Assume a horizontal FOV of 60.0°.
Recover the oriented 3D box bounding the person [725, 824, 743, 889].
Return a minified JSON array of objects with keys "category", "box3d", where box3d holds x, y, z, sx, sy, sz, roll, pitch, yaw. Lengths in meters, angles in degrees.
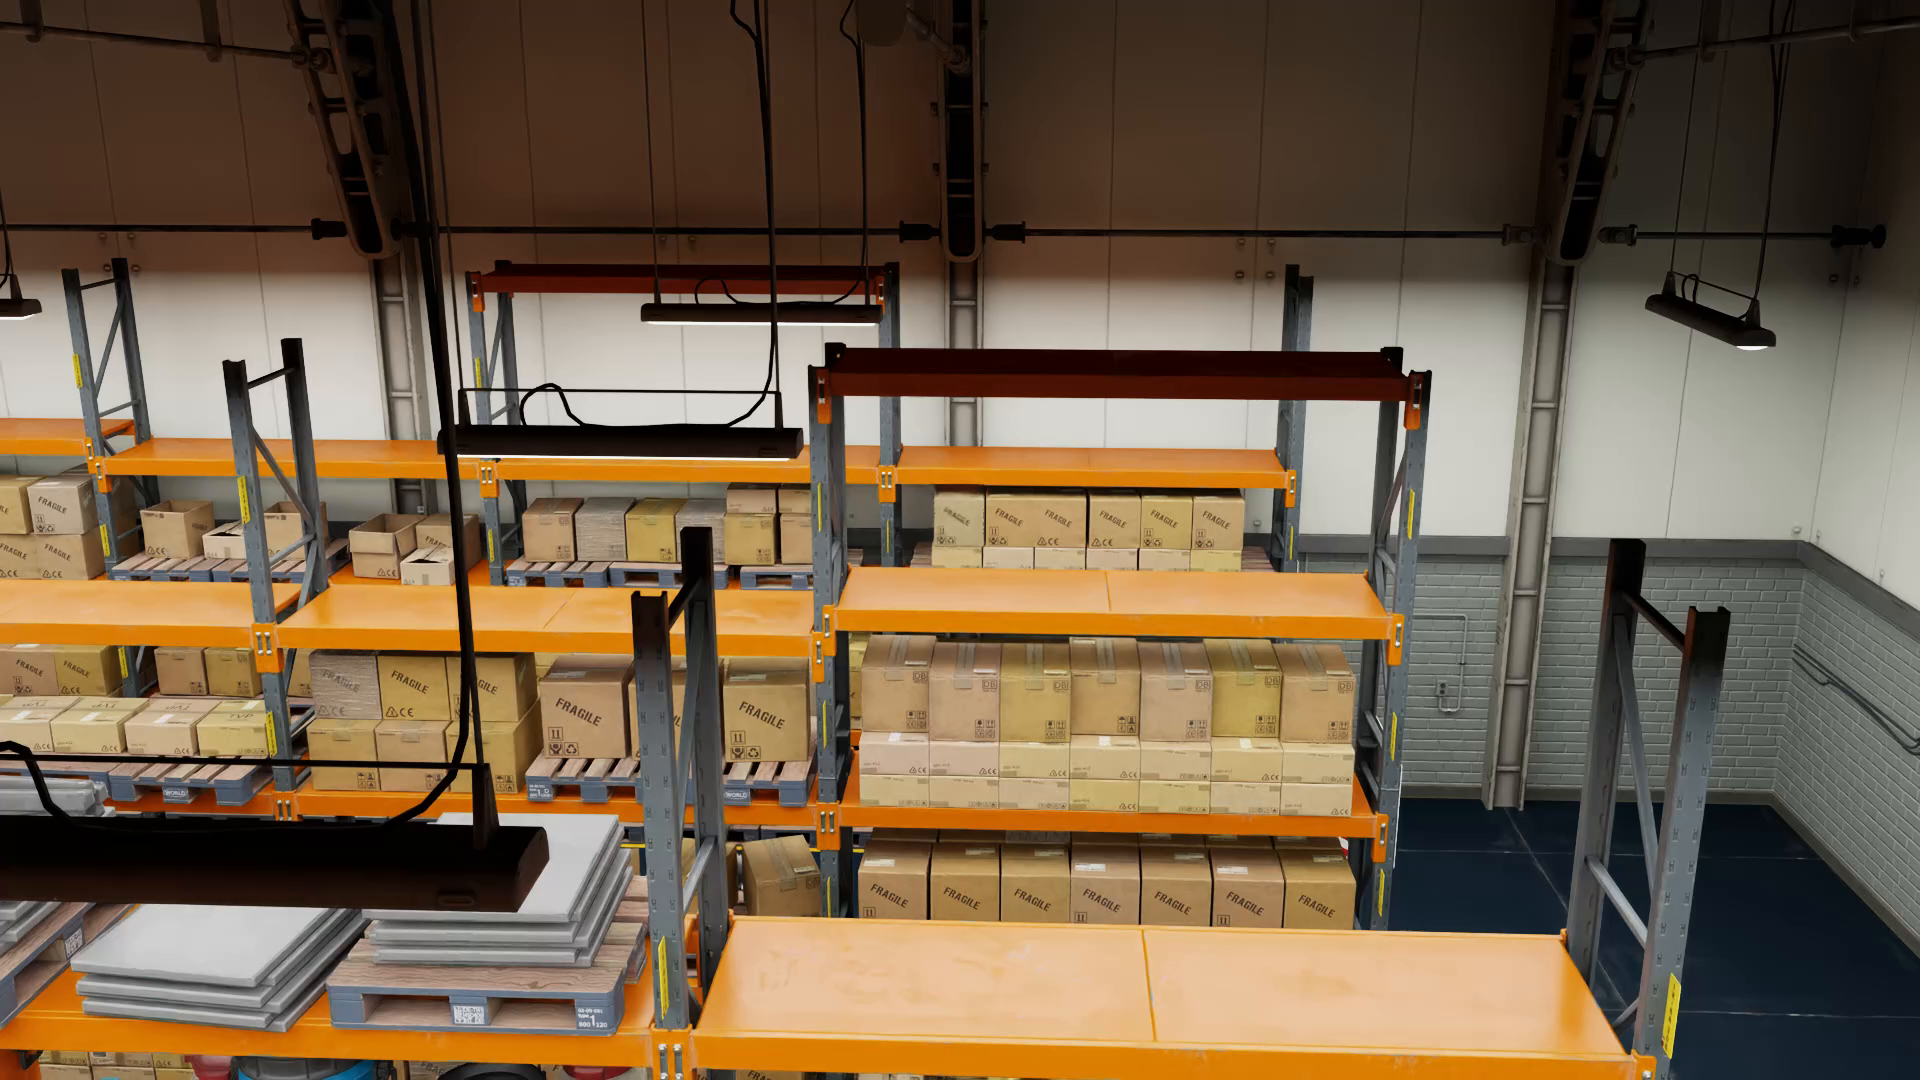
[{"category":"person","box3d":[-2.261,2.707,16.381,0.628,1.640,0.496,5,17,15]}]
